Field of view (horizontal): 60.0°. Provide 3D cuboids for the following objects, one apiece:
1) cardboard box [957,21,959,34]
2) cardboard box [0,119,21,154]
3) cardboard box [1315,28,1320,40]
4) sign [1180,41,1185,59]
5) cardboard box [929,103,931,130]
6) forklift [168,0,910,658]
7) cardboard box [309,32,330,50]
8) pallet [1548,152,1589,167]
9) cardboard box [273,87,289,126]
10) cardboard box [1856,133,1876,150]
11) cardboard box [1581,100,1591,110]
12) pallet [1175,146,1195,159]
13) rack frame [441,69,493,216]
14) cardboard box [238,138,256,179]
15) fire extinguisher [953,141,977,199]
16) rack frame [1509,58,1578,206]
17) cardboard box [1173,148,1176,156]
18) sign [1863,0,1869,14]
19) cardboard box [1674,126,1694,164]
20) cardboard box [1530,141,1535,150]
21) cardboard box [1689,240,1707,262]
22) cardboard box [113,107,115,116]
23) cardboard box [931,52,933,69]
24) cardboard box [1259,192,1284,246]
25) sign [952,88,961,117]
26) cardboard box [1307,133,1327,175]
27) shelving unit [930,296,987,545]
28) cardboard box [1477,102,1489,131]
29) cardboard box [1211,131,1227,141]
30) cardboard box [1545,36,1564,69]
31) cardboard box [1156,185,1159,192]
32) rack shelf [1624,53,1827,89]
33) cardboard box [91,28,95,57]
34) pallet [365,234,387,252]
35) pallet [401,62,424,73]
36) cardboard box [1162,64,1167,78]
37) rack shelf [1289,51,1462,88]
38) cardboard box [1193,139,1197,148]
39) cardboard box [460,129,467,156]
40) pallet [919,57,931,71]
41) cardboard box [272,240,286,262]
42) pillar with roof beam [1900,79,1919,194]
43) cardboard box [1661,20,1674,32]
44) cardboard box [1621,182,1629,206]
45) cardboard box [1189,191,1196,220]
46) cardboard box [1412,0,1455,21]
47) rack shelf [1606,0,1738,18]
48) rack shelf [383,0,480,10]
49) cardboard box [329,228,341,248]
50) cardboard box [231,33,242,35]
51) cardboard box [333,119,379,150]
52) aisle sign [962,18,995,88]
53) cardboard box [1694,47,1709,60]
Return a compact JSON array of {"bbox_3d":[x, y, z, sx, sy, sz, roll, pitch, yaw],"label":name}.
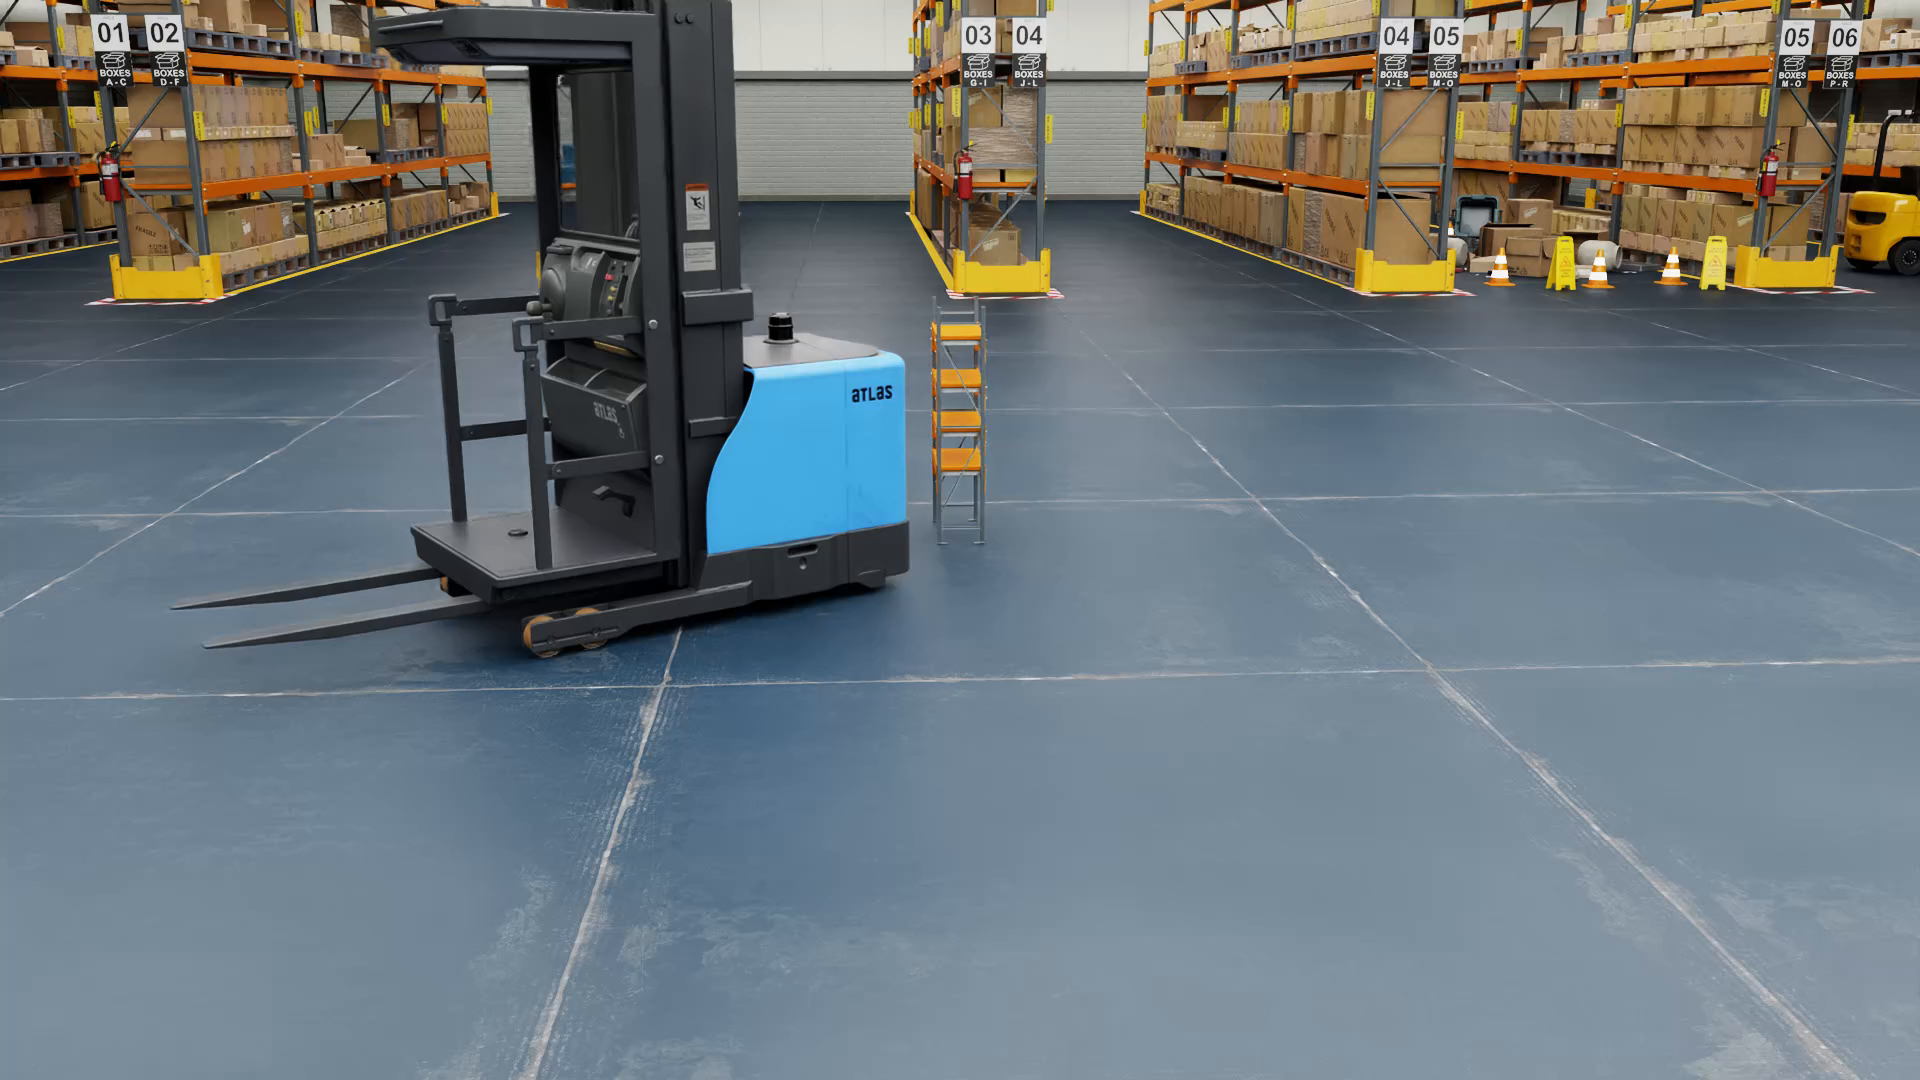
[{"bbox_3d":[0.159,-6.260,20.320,0.380,0.149,0.250,-2,15,-6],"label":"cardboard box"},{"bbox_3d":[-14.676,-6.086,25.075,0.700,0.500,0.500,-1,14,-3],"label":"cardboard box"},{"bbox_3d":[4.970,-6.770,22.262,0.380,0.149,0.250,-1,14,-4],"label":"cardboard box"},{"bbox_3d":[4.185,-9.219,31.279,0.100,0.325,0.005,-1,14,-3],"label":"sign"},{"bbox_3d":[-0.183,-7.850,30.803,0.797,0.503,0.637,-1,14,-5],"label":"cardboard box"},{"bbox_3d":[-1.730,-1.096,6.902,3.031,2.935,1.130,-10,18,-34],"label":"forklift"},{"bbox_3d":[-9.680,-7.393,24.678,0.500,0.250,0.500,-2,15,-8],"label":"cardboard box"},{"bbox_3d":[10.072,-6.048,26.399,1.003,0.211,1.213,-1,14,-3],"label":"pallet"},{"bbox_3d":[-9.589,-5.899,22.631,0.700,0.500,0.500,-1,14,-3],"label":"cardboard box"},{"bbox_3d":[14.747,-6.384,26.617,0.500,0.250,0.500,-1,14,-3],"label":"cardboard box"},{"bbox_3d":[9.806,-6.698,25.598,0.380,0.149,0.250,-2,15,-6],"label":"cardboard box"},{"bbox_3d":[4.628,-7.241,31.034,1.003,0.211,1.213,-1,14,-3],"label":"pallet"},{"bbox_3d":[-10.366,-8.317,34.833,1.000,3.000,0.127,-1,14,-3],"label":"rack frame"},{"bbox_3d":[-9.489,-4.888,21.303,0.700,0.500,0.500,0,14,-2],"label":"cardboard box"},{"bbox_3d":[0.060,-4.417,19.830,0.296,0.674,0.183,-1,14,-3],"label":"fire extinguisher"},{"bbox_3d":[9.908,-6.633,28.286,1.000,3.000,0.127,-1,14,-3],"label":"rack frame"},{"bbox_3d":[4.350,-7.534,32.293,0.380,0.149,0.250,-1,14,-5],"label":"cardboard box"},{"bbox_3d":[10.945,-6.528,20.103,0.100,0.325,0.005,-1,14,-3],"label":"sign"},{"bbox_3d":[10.029,-5.342,22.471,0.500,0.500,0.500,-1,14,-3],"label":"cardboard box"},{"bbox_3d":[9.727,-6.560,27.664,0.380,0.149,0.250,-2,15,-7],"label":"cardboard box"},{"bbox_3d":[10.061,-3.841,22.110,0.500,0.250,0.500,-1,14,-3],"label":"cardboard box"},{"bbox_3d":[-14.654,-7.191,28.111,0.500,0.250,0.500,-1,14,-3],"label":"cardboard box"},{"bbox_3d":[-0.208,-7.739,26.866,0.500,0.250,0.500,-1,14,-2],"label":"cardboard box"},{"bbox_3d":[5.094,-4.803,24.847,1.050,0.750,0.750,-1,14,-4],"label":"cardboard box"},{"bbox_3d":[-0.042,-5.200,19.761,0.100,0.325,0.005,-1,14,-3],"label":"sign"},{"bbox_3d":[5.229,-5.245,22.591,0.875,0.550,0.550,-1,14,-3],"label":"cardboard box"},{"bbox_3d":[-0.010,-0.622,8.537,0.258,1.200,0.503,-1,14,-3],"label":"shelving unit"},{"bbox_3d":[9.551,-7.541,29.609,0.500,0.500,0.500,-1,14,-3],"label":"cardboard box"},{"bbox_3d":[4.489,-6.873,28.283,0.380,0.149,0.250,-1,14,-2],"label":"cardboard box"},{"bbox_3d":[9.957,-7.898,26.983,0.700,0.500,0.500,-1,14,-3],"label":"cardboard box"},{"bbox_3d":[4.295,-7.304,34.580,0.380,0.149,0.250,-2,15,-6],"label":"cardboard box"},{"bbox_3d":[10.280,-6.245,22.202,1.077,0.370,4.000,-1,14,-3],"label":"rack shelf"},{"bbox_3d":[-15.051,-8.476,28.345,0.700,0.500,0.500,-1,14,-3],"label":"cardboard box"},{"bbox_3d":[-9.858,-4.772,26.650,1.003,0.211,1.213,-1,14,-3],"label":"pallet"},{"bbox_3d":[-10.080,-8.263,28.979,1.213,0.211,1.003,-1,14,-3],"label":"pallet"},{"bbox_3d":[4.345,-9.398,33.313,0.500,0.250,0.500,-1,14,-4],"label":"cardboard box"},{"bbox_3d":[5.346,-6.143,21.807,1.077,0.370,4.000,-1,14,-3],"label":"rack shelf"},{"bbox_3d":[4.390,-7.115,29.822,0.380,0.149,0.250,-2,15,-6],"label":"cardboard box"},{"bbox_3d":[-9.941,-7.754,32.442,0.500,0.500,0.500,-1,14,-4],"label":"cardboard box"},{"bbox_3d":[-0.076,-8.000,27.960,1.213,0.211,1.003,0,14,-1],"label":"pallet"},{"bbox_3d":[-9.309,-3.844,22.123,0.500,0.250,0.500,-1,14,-3],"label":"cardboard box"},{"bbox_3d":[11.546,-9.239,26.375,9.100,9.000,0.400,-1,14,-3],"label":"pillar with roof beam"},{"bbox_3d":[9.892,-7.076,22.892,0.380,0.149,0.250,-1,14,-4],"label":"cardboard box"},{"bbox_3d":[14.324,-7.326,35.153,0.700,0.500,0.500,0,14,-1],"label":"cardboard box"},{"bbox_3d":[4.542,-6.199,30.775,0.500,0.500,0.500,0,14,-1],"label":"cardboard box"},{"bbox_3d":[5.696,-6.442,20.183,0.500,0.250,0.500,-1,14,-4],"label":"cardboard box"},{"bbox_3d":[14.490,-10.758,33.729,1.077,0.370,4.000,-1,14,-3],"label":"rack shelf"},{"bbox_3d":[-10.242,-10.375,32.242,1.077,0.370,4.000,-1,14,-3],"label":"rack shelf"},{"bbox_3d":[-9.430,-4.436,24.423,0.500,0.250,0.500,-1,14,-2],"label":"cardboard box"},{"bbox_3d":[-9.646,-6.695,21.178,0.797,0.503,0.637,1,14,3],"label":"cardboard box"},{"bbox_3d":[-10.022,-6.734,27.637,0.700,0.500,0.500,-6,16,-22],"label":"cardboard box"},{"bbox_3d":[0.217,-5.729,19.556,0.394,0.787,0.004,-1,14,-3],"label":"aisle sign"},{"bbox_3d":[9.963,-6.440,22.020,0.380,0.149,0.250,-1,14,-4],"label":"cardboard box"}]
